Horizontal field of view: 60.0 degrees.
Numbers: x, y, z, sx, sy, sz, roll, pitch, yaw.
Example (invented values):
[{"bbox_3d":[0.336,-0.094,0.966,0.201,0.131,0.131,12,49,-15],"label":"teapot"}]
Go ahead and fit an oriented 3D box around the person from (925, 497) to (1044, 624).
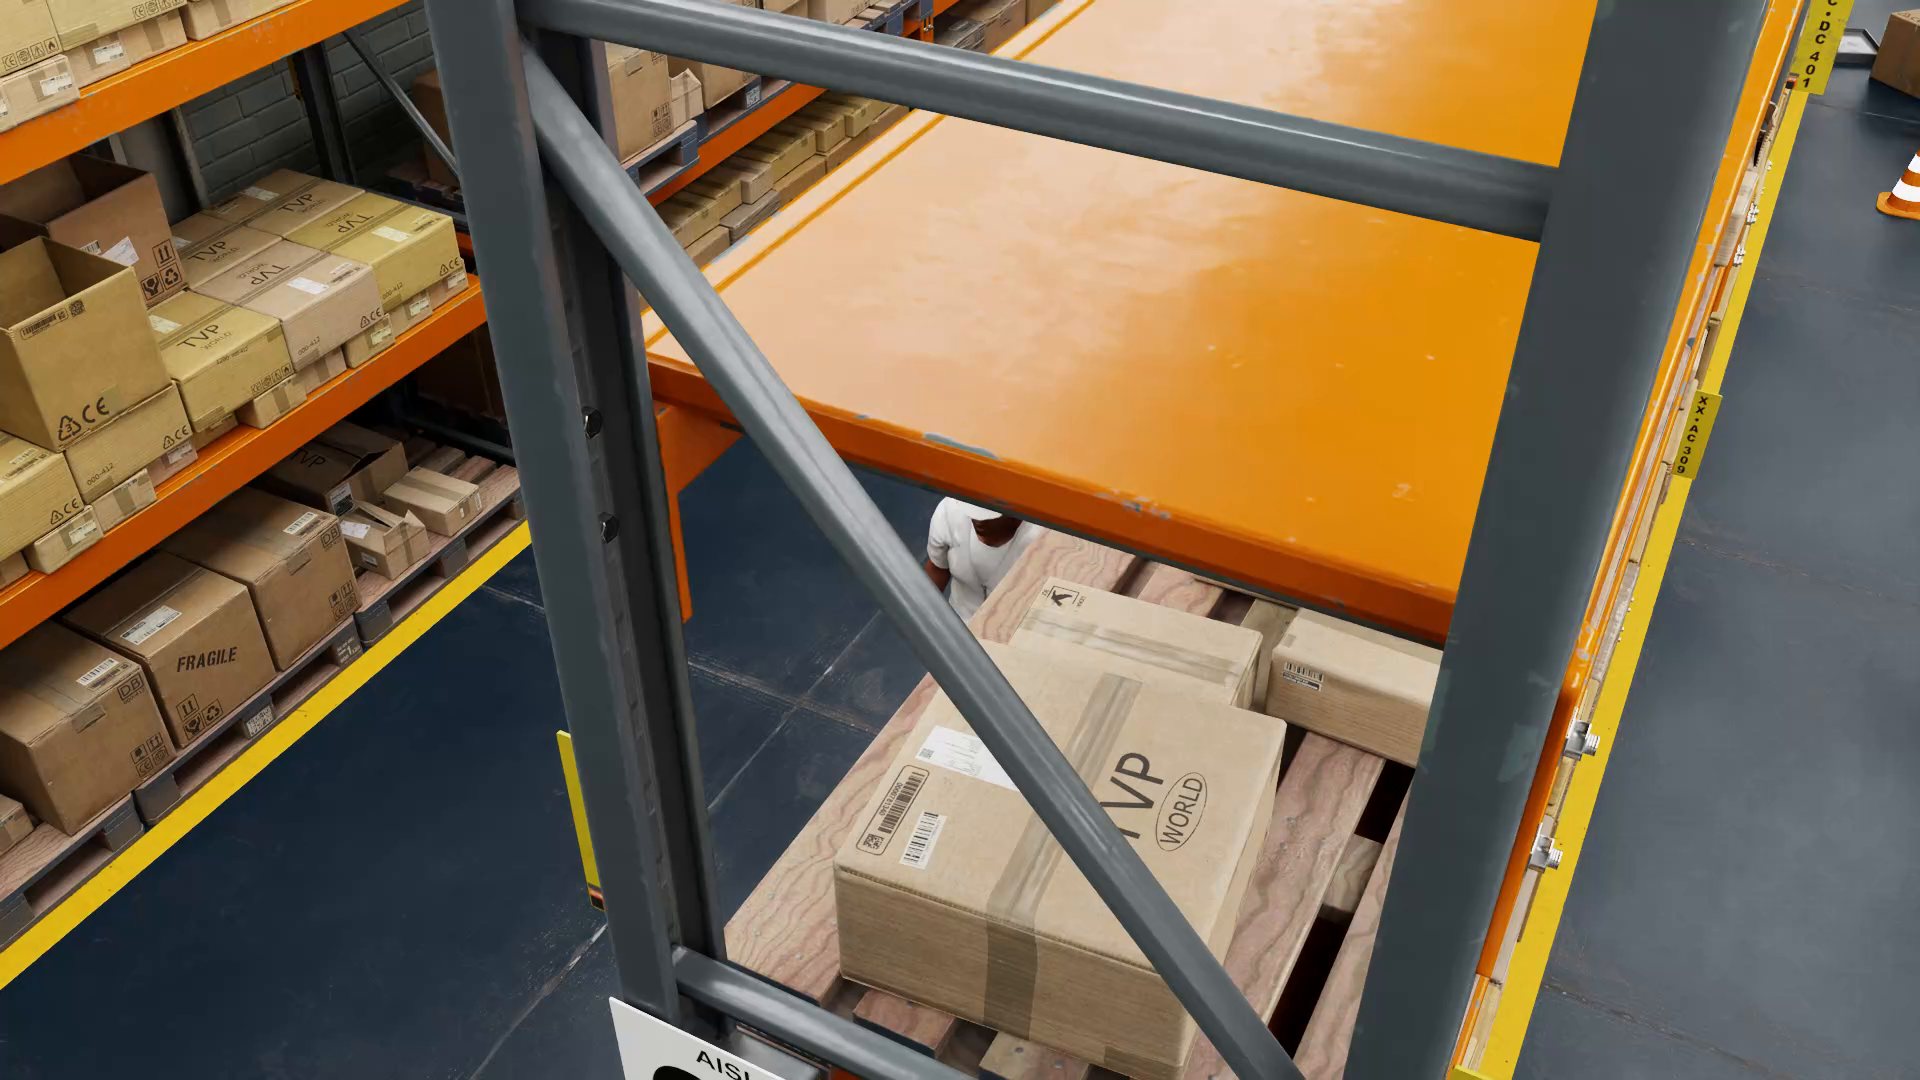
[{"bbox_3d":[0.124,0.374,6.254,0.628,1.757,0.458,18,41,22],"label":"person"}]
